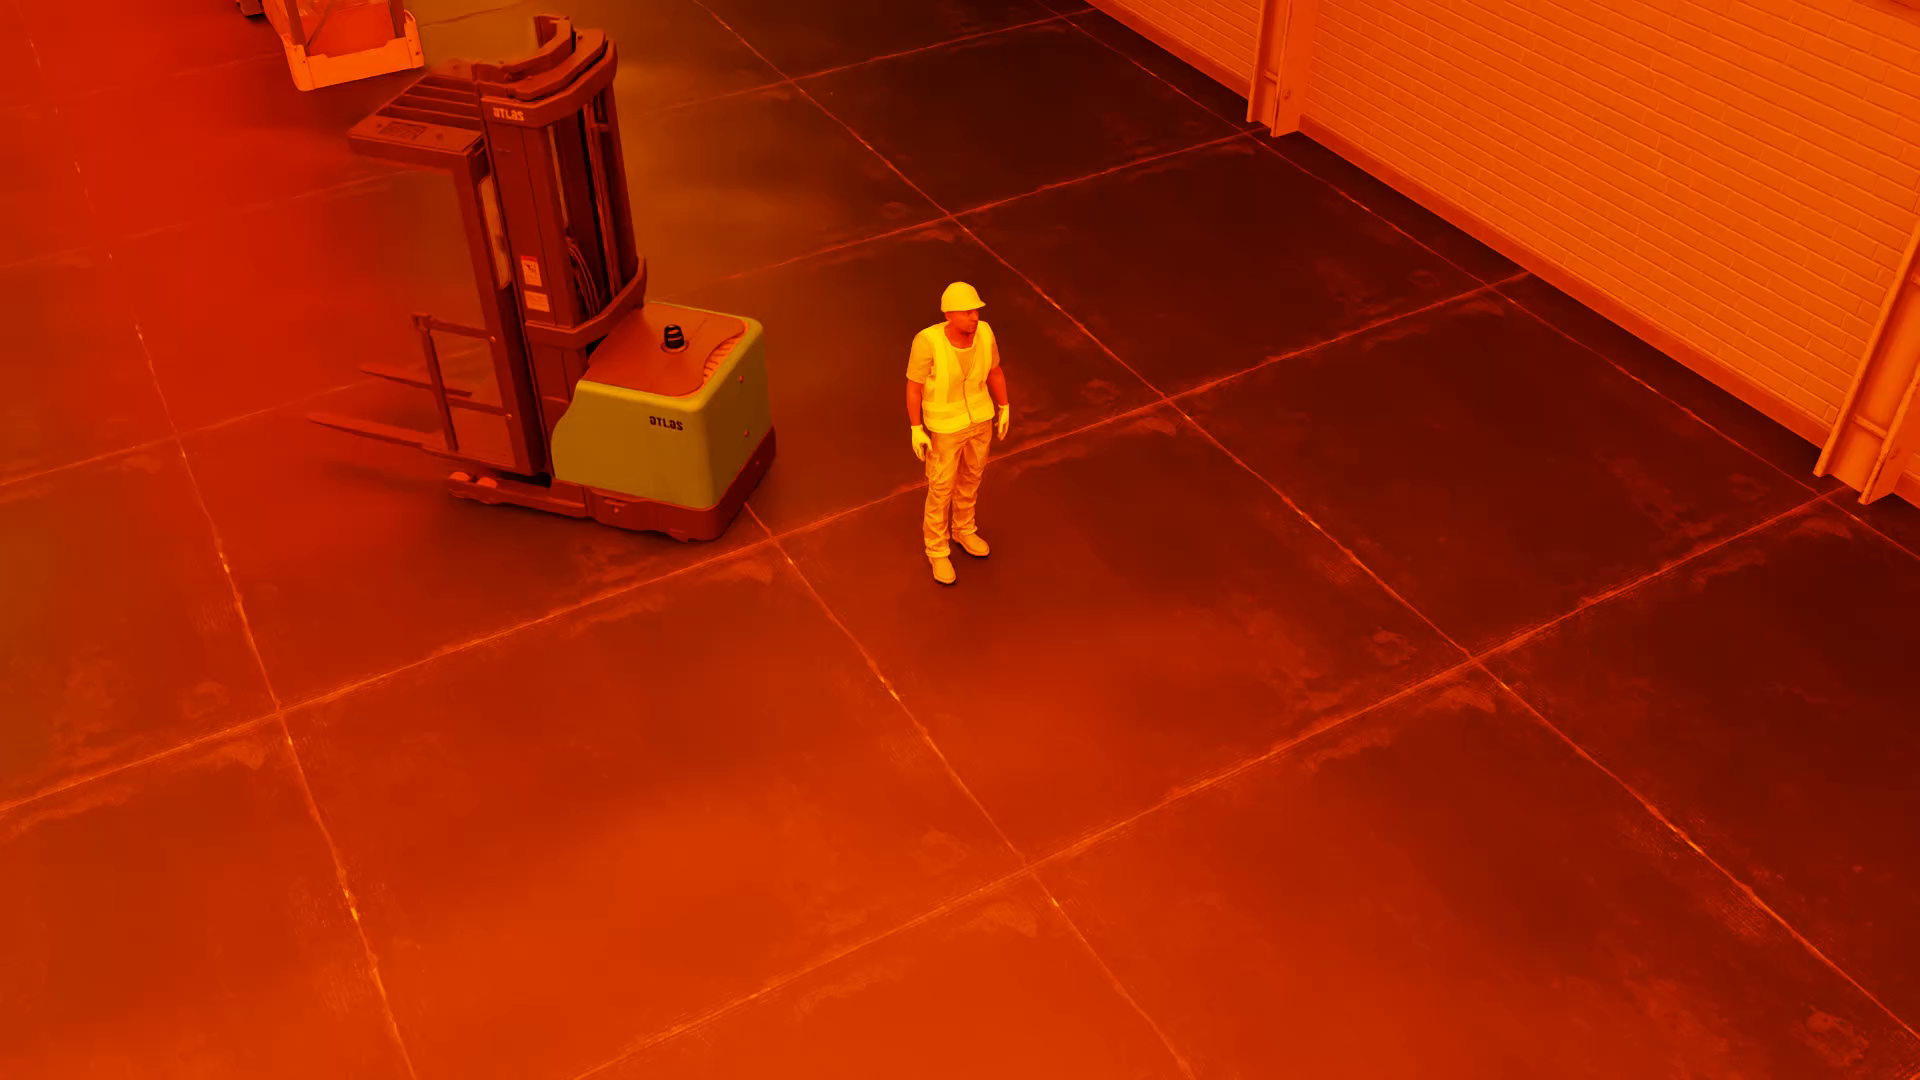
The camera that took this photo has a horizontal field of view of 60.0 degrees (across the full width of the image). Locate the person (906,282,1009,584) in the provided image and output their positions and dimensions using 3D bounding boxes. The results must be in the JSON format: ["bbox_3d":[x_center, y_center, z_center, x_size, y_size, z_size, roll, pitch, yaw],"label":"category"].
[{"bbox_3d":[0.029,-0.649,9.707,0.656,1.781,0.576,-20,44,-23],"label":"person"}]

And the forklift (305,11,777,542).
[{"bbox_3d":[-2.778,-1.668,10.047,3.031,2.935,1.130,12,41,14],"label":"forklift"}]
